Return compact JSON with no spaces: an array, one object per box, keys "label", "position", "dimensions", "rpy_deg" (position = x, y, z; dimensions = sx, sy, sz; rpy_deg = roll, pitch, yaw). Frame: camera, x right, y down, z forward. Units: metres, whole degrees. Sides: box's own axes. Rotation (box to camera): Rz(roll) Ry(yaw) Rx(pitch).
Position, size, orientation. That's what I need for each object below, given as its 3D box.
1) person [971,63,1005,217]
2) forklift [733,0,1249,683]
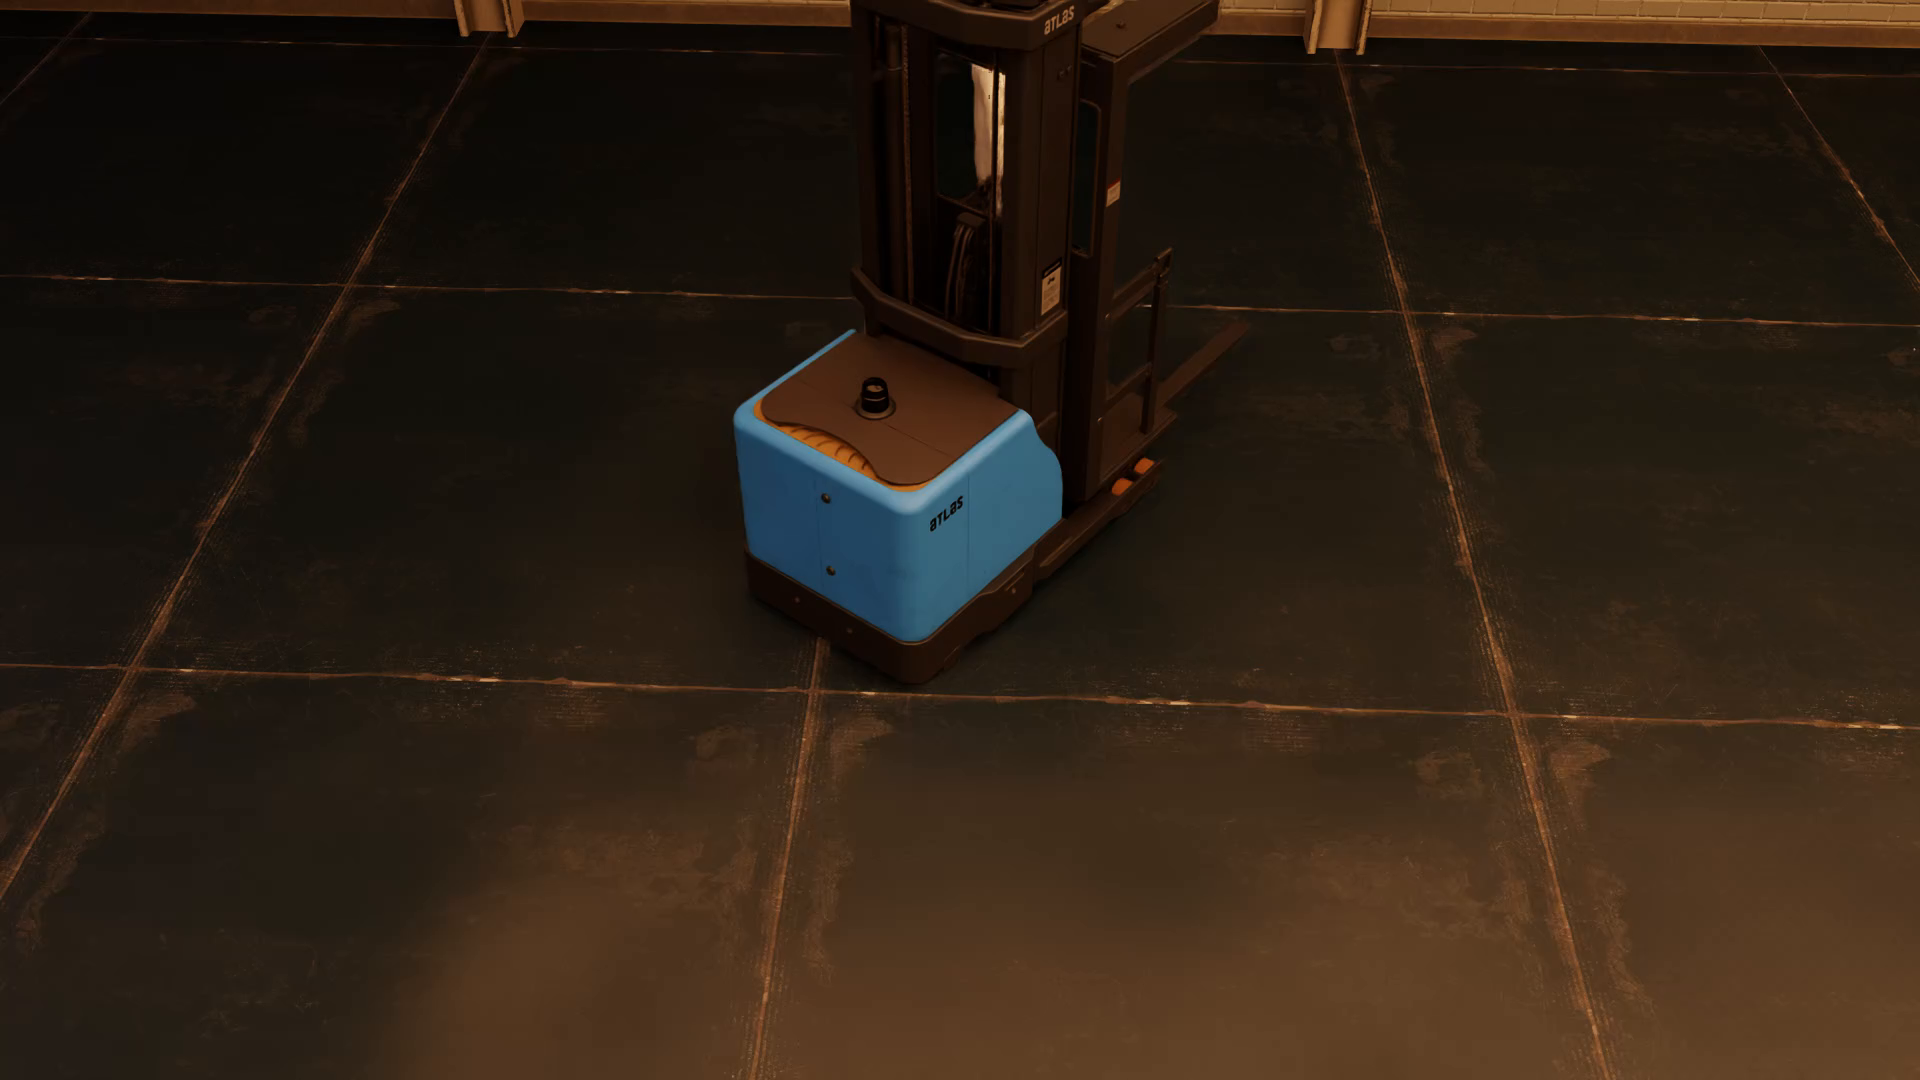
[{"label":"person","position":[0.355,-2.025,8.822],"dimensions":[0.572,1.769,0.758],"rpy_deg":[-7,43,-8]},{"label":"forklift","position":[0.341,-1.404,7.280],"dimensions":[1.130,2.935,3.031],"rpy_deg":[28,49,27]}]
